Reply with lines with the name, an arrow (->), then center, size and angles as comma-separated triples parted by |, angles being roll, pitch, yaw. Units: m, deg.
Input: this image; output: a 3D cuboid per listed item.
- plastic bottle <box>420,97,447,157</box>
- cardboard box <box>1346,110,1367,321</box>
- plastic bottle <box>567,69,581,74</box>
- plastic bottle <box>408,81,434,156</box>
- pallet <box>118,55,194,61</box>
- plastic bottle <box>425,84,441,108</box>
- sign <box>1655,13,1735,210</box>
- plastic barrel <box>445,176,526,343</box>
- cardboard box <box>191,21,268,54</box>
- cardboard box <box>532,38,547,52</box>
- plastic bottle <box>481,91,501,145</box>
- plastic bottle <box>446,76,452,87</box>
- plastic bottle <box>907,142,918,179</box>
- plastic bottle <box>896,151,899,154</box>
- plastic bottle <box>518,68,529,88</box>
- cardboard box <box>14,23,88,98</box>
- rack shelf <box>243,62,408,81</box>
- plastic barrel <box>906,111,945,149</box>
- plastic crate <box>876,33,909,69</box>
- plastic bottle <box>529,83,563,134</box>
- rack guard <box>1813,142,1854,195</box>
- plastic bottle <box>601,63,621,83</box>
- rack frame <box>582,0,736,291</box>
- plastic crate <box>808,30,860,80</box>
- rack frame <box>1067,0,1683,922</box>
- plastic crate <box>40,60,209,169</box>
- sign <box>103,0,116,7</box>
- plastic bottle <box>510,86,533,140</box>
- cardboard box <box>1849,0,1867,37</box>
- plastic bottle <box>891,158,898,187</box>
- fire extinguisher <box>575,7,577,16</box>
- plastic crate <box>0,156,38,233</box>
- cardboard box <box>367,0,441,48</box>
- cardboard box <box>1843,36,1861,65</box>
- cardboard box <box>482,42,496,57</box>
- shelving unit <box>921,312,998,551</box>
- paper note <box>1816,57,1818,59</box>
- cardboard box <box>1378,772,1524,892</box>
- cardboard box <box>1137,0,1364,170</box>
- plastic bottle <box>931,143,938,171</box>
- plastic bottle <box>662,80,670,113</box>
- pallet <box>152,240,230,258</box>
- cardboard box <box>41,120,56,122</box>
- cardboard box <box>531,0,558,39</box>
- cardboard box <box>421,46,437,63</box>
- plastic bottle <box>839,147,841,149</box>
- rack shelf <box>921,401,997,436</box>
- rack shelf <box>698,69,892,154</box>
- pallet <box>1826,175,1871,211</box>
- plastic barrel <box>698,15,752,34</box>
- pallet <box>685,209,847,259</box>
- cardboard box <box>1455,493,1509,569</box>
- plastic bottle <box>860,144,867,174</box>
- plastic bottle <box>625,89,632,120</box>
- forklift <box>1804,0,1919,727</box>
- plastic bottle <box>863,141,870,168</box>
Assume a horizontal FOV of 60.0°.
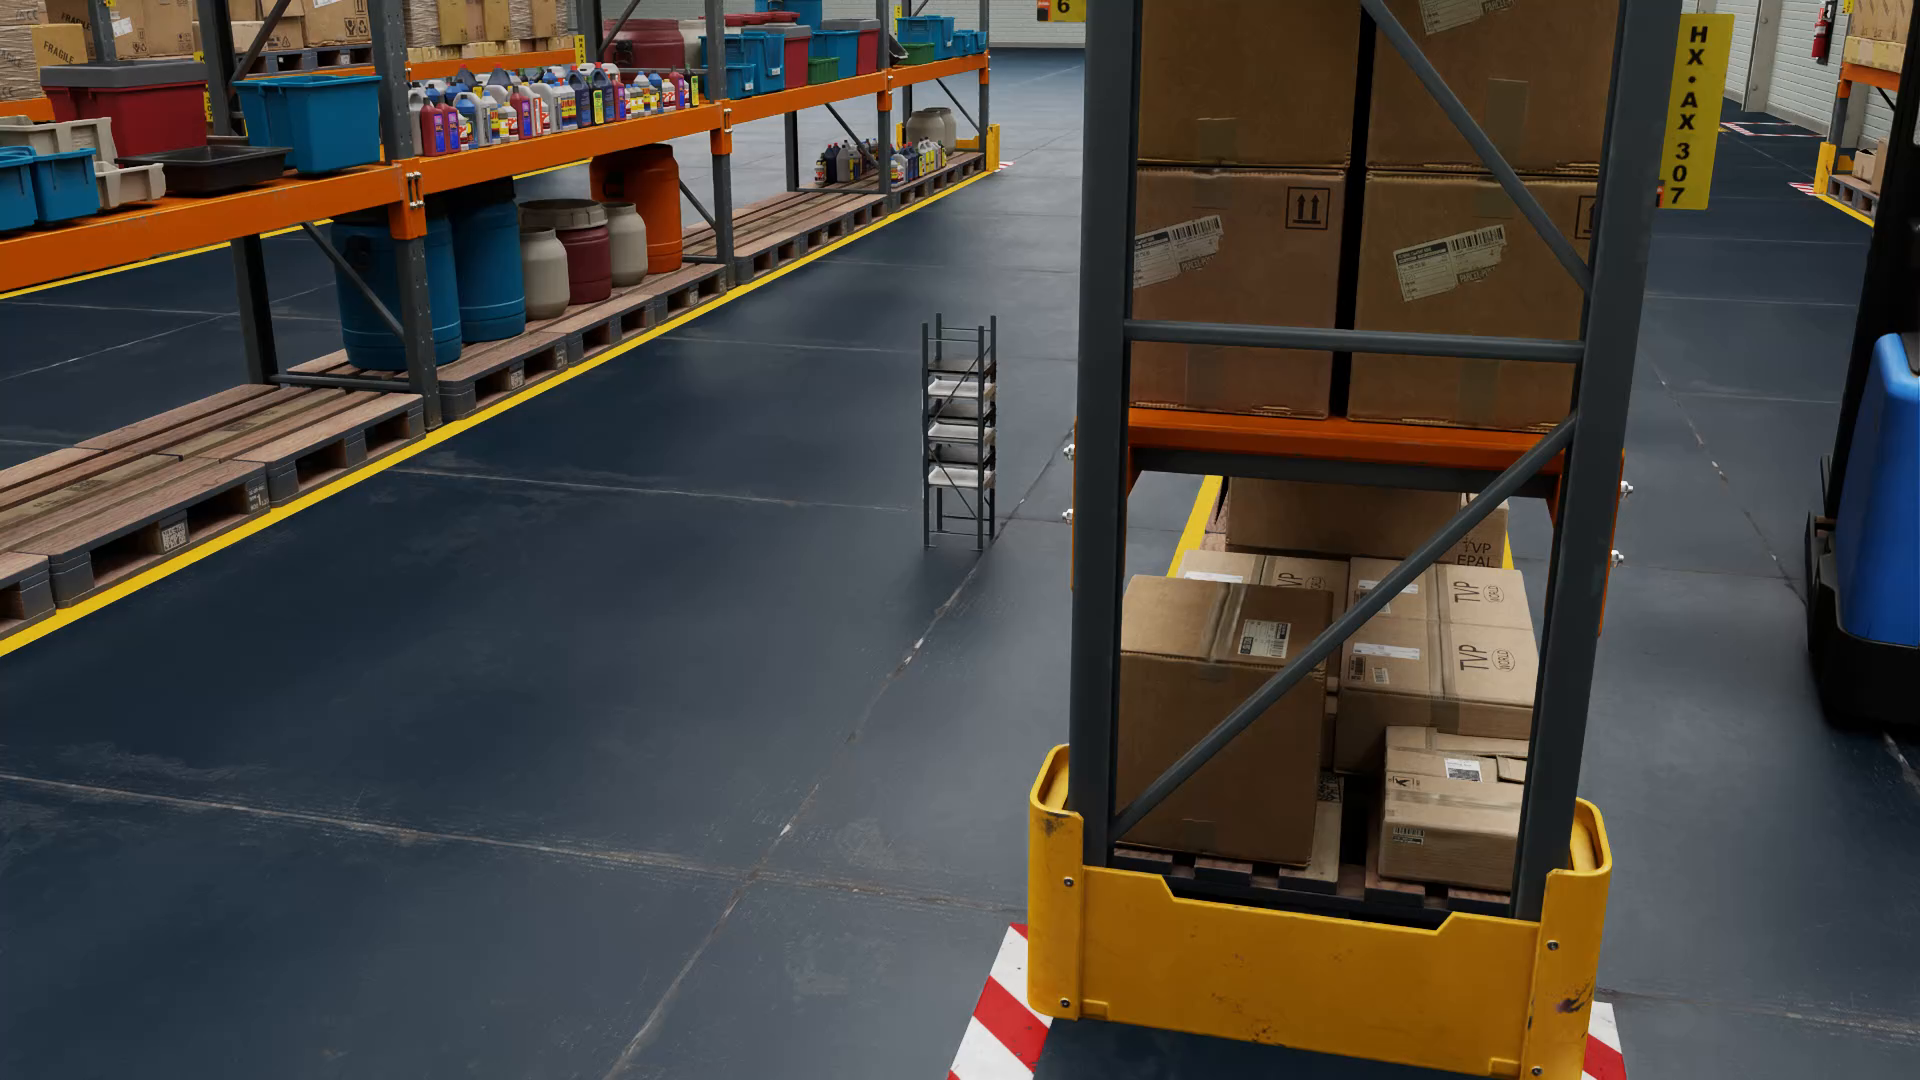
plastic bottle -> -2.596, -2.038, 8.195 | 0.061, 0.283, 0.133 | 5, 19, 13
cardboard box -> 0.821, -0.894, 4.511 | 0.500, 0.500, 0.500 | 5, 19, 14
plastic bottle -> -2.596, -3.061, 11.208 | 0.097, 0.271, 0.097 | 0, 19, 0
plastic bottle -> -2.689, -2.086, 8.232 | 0.144, 0.351, 0.185 | 5, 19, 13
pallet -> -6.854, -3.798, 13.464 | 1.213, 0.211, 1.003 | 5, 19, 13
plastic bottle -> -2.946, -2.411, 9.306 | 0.097, 0.271, 0.097 | 0, 19, 0
sign -> 1.252, -0.733, 2.854 | 0.100, 0.325, 0.005 | 5, 19, 13
plastic barrel -> -2.777, -1.609, 9.355 | 0.600, 0.901, 0.708 | 5, 19, 13
cardboard box -> -6.293, -4.292, 14.196 | 0.500, 0.250, 0.500 | 4, 19, 12
cardboard box -> -4.989, -5.702, 19.130 | 0.380, 0.149, 0.250 | 5, 19, 13
plastic bottle -> -2.473, -2.215, 8.732 | 0.097, 0.271, 0.097 | 0, 19, 0
plastic bottle -> -3.002, -2.570, 9.751 | 0.061, 0.283, 0.133 | 5, 19, 13
plastic bottle -> -0.499, -3.754, 16.455 | 0.144, 0.351, 0.185 | 4, 19, 11
plastic bottle -> -0.627, -3.712, 16.455 | 0.097, 0.271, 0.097 | 0, 19, 0
plastic bottle -> -2.788, -2.845, 10.557 | 0.061, 0.283, 0.133 | 5, 19, 13
cardboard box -> -6.805, -3.530, 12.228 | 0.500, 0.500, 0.500 | 5, 20, 15
rack shelf -> -6.436, -3.944, 14.706 | 1.077, 0.370, 4.000 | 5, 19, 13
plastic barrel -> -0.377, -4.426, 18.203 | 0.421, 0.512, 0.421 | 0, 19, 0
plastic crate -> -0.894, -4.645, 15.741 | 0.767, 0.338, 0.504 | 5, 19, 13
plastic bottle -> -2.334, -2.432, 9.358 | 0.152, 0.276, 0.135 | 5, 19, 13
rack guard -> 9.421, -3.784, 16.994 | 1.175, 0.500, 0.348 | 5, 19, 13
plastic bottle -> -2.394, -3.085, 11.272 | 0.152, 0.276, 0.135 | 5, 19, 13
rack frame -> -2.122, -3.266, 11.609 | 1.000, 3.000, 0.127 | 5, 19, 13
plastic crate -> -1.113, -4.142, 14.198 | 0.392, 0.384, 0.575 | 5, 19, 13
rack frame -> 0.725, -0.366, 3.119 | 1.000, 3.000, 0.127 | 5, 19, 13
plastic crate -> -3.561, -1.811, 7.157 | 0.402, 0.464, 0.583 | 5, 19, 13
sign -> -6.386, -4.162, 12.442 | 0.100, 0.325, 0.005 | 5, 19, 13
plastic bottle -> -2.379, -2.317, 9.010 | 0.061, 0.283, 0.133 | 5, 19, 13
cardboard box -> 9.031, -5.159, 16.191 | 0.500, 0.500, 0.500 | 5, 19, 13
plastic bottle -> -0.642, -3.502, 15.841 | 0.097, 0.271, 0.097 | 0, 19, 0
fire extinguisher -> -4.496, -6.128, 20.107 | 0.296, 0.674, 0.183 | 5, 19, 13
plastic crate -> -3.376, -1.172, 5.644 | 0.416, 0.233, 0.300 | 5, 19, 13
cardboard box -> -5.778, -5.235, 16.759 | 0.875, 0.500, 0.500 | 5, 19, 13
cardboard box -> 9.012, -4.802, 16.306 | 0.500, 0.250, 0.500 | 4, 19, 12
cardboard box -> -5.250, -5.307, 17.973 | 0.380, 0.149, 0.250 | 5, 19, 13
shelving unit -> -0.002, -0.423, 6.535 | 0.258, 0.900, 0.210 | 5, 19, 13
paper note -> 12.324, -6.989, 23.871 | 0.016, 0.148, 0.142 | 5, 19, 13
cardboard box -> 1.161, 0.670, 3.814 | 0.380, 0.149, 0.250 | 5, 19, 13
cardboard box -> 0.568, -1.048, 3.414 | 0.500, 0.500, 0.500 | 4, 19, 13
plastic bottle -> -0.313, -3.962, 17.181 | 0.152, 0.276, 0.135 | 4, 19, 12
plastic bottle -> -1.933, -2.874, 10.769 | 0.097, 0.201, 0.097 | 0, 19, 0
pallet -> -6.733, -2.583, 13.922 | 1.003, 0.211, 1.213 | 5, 19, 13
cardboard box -> -10.511, -4.719, 18.501 | 0.875, 0.875, 0.875 | 5, 19, 14
cardboard box -> -5.137, -6.016, 19.046 | 0.875, 0.500, 0.500 | 5, 19, 13
cardboard box -> -5.530, -4.913, 16.820 | 0.380, 0.149, 0.250 | 5, 19, 13
plastic bottle -> -1.221, -3.782, 16.641 | 0.061, 0.283, 0.133 | 6, 20, 17
rack shelf -> -0.002, -0.477, 6.516 | 0.258, 0.077, 0.200 | 5, 19, 13
rack shelf -> -1.634, -3.553, 13.561 | 1.077, 0.370, 4.000 | 5, 19, 13
pallet -> 9.188, -3.396, 16.303 | 1.003, 0.211, 1.213 | 5, 19, 13
plastic barrel -> -1.876, -3.936, 13.360 | 0.433, 0.535, 0.433 | 0, 19, 0
pallet -> -1.595, -2.567, 13.878 | 1.003, 0.211, 1.213 | 5, 19, 13
cardboard box -> 1.655, -0.120, 5.877 | 0.500, 0.311, 0.500 | 5, 19, 13
plastic bottle -> -0.994, -3.871, 16.902 | 0.061, 0.283, 0.133 | 5, 19, 13
plastic bottle -> -2.076, -2.691, 10.233 | 0.097, 0.201, 0.097 | 0, 19, 0
forklift -> 3.701, -1.178, 5.600 | 1.130, 2.935, 3.031 | 9, 21, 24
plastic bottle -> -0.997, -4.040, 17.414 | 0.097, 0.271, 0.097 | 0, 19, 0
